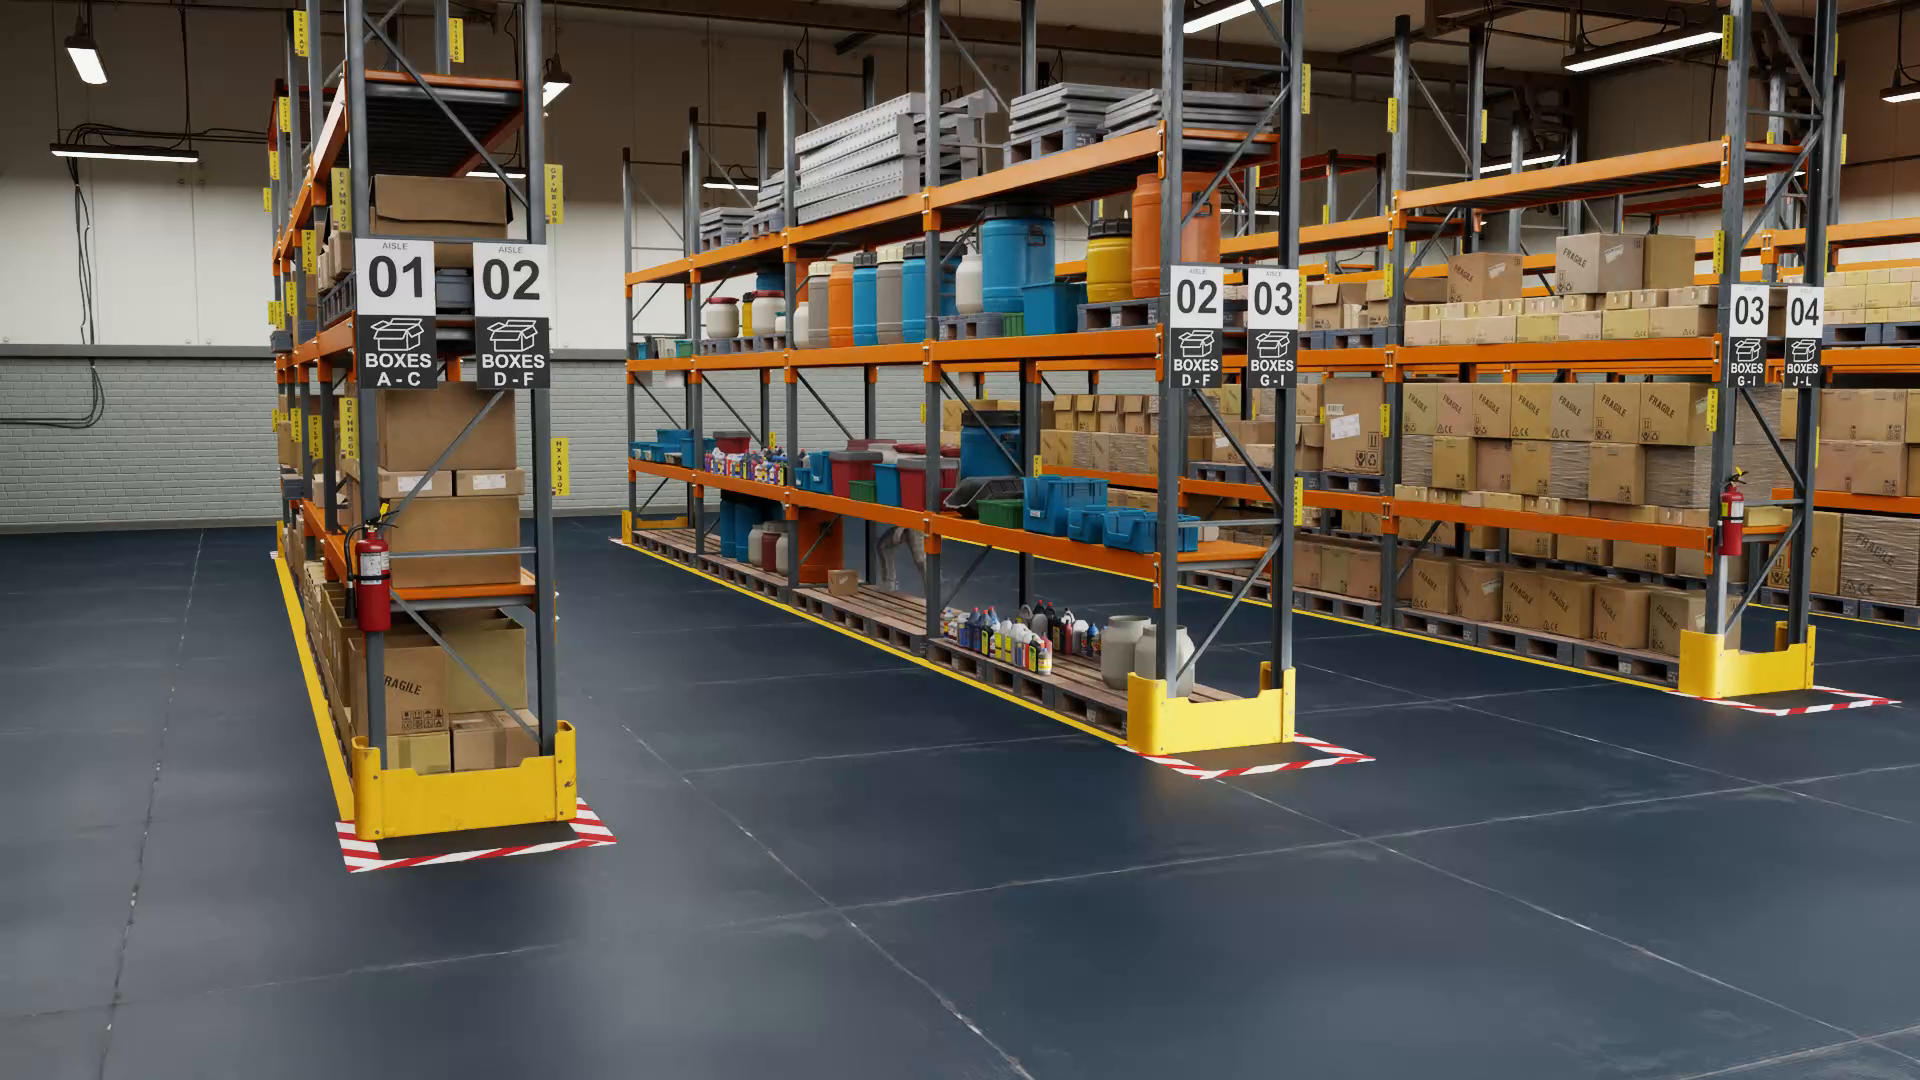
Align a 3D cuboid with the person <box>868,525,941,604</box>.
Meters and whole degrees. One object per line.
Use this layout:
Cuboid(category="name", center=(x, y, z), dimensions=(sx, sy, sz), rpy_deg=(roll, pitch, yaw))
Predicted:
Cuboid(category="person", center=(-0.601, -0.131, 17.745), dimensions=(0.801, 1.762, 0.590), rpy_deg=(0, 5, 0))
